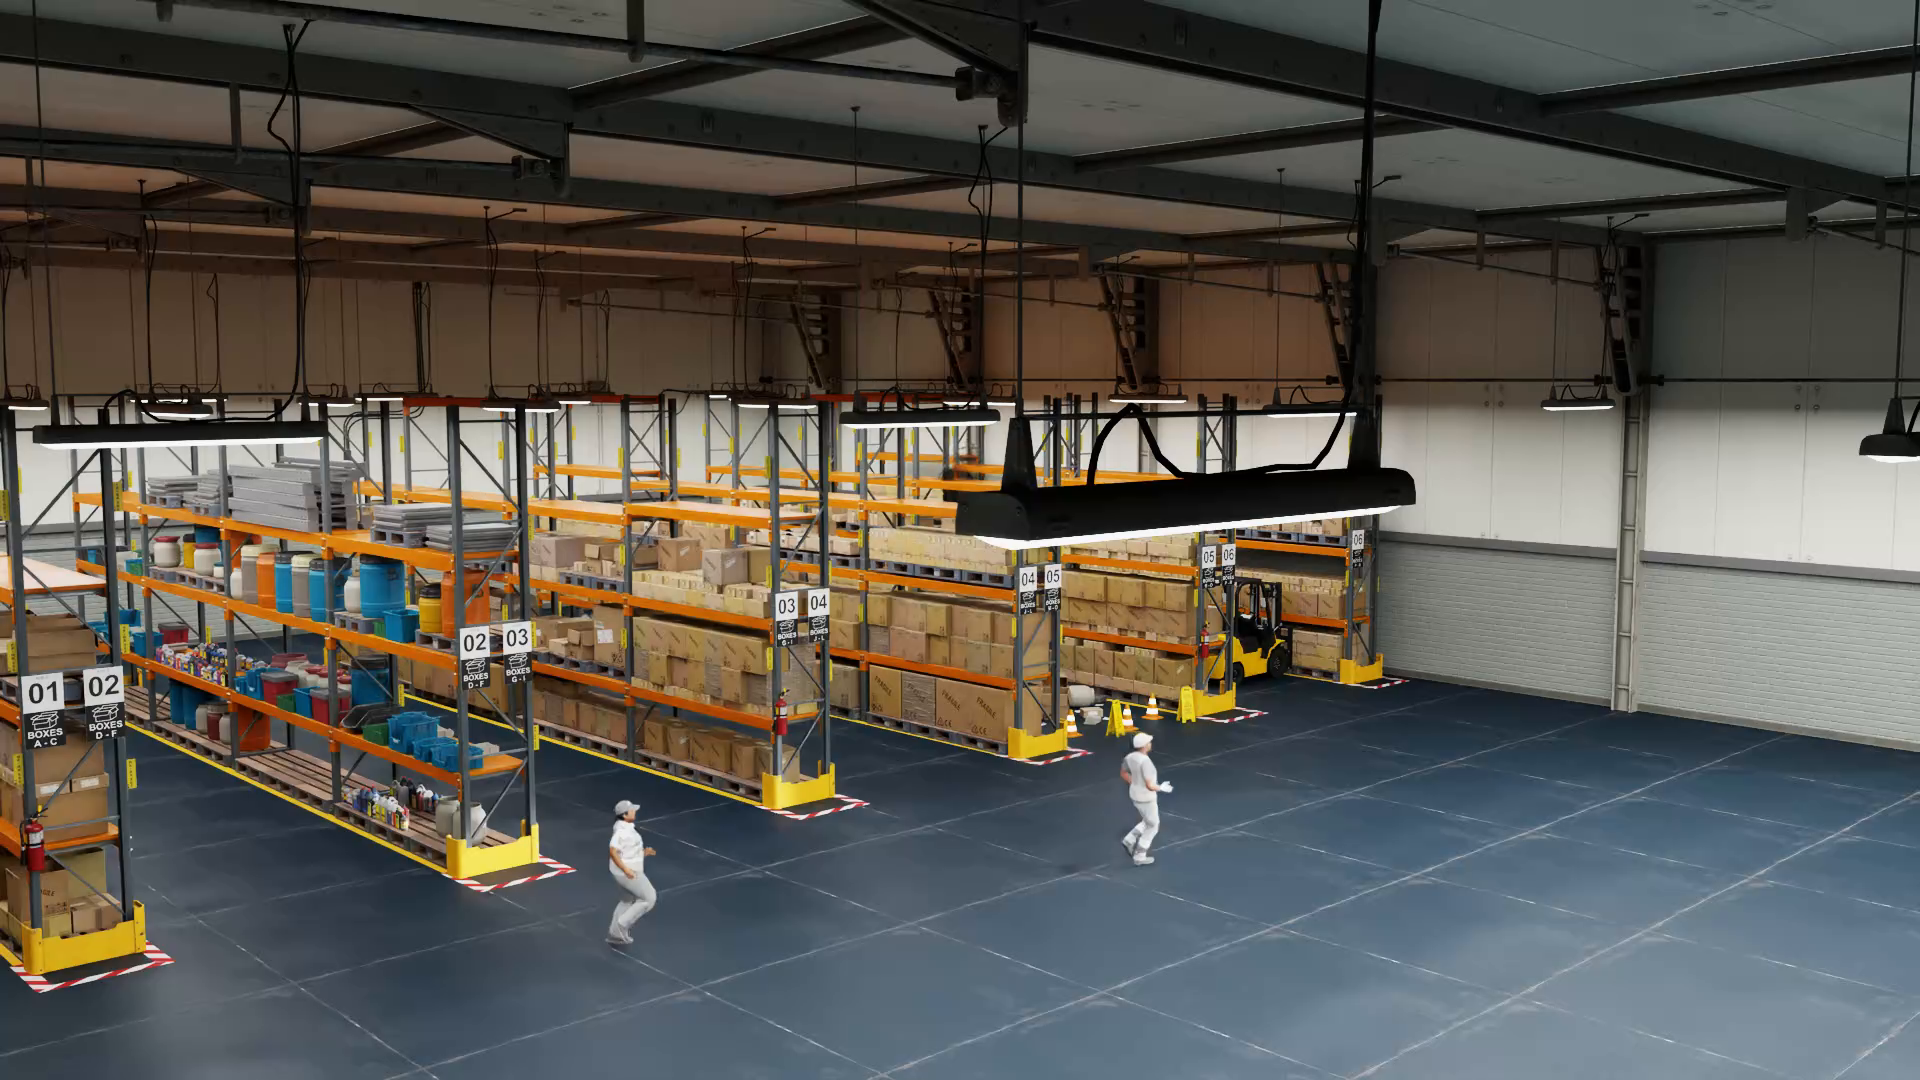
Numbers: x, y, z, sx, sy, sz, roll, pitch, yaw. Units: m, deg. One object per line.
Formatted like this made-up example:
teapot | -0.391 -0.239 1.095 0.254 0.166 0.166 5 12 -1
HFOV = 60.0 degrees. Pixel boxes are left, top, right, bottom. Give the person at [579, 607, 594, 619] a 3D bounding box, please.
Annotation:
person | -9.209 1.498 41.316 0.591 1.718 0.720 3 7 32

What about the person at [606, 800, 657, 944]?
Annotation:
person | -3.678 3.716 18.625 0.575 1.629 0.592 -2 6 -21

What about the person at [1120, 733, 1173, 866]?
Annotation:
person | 2.421 3.365 21.678 0.601 1.740 0.649 -2 6 -19
